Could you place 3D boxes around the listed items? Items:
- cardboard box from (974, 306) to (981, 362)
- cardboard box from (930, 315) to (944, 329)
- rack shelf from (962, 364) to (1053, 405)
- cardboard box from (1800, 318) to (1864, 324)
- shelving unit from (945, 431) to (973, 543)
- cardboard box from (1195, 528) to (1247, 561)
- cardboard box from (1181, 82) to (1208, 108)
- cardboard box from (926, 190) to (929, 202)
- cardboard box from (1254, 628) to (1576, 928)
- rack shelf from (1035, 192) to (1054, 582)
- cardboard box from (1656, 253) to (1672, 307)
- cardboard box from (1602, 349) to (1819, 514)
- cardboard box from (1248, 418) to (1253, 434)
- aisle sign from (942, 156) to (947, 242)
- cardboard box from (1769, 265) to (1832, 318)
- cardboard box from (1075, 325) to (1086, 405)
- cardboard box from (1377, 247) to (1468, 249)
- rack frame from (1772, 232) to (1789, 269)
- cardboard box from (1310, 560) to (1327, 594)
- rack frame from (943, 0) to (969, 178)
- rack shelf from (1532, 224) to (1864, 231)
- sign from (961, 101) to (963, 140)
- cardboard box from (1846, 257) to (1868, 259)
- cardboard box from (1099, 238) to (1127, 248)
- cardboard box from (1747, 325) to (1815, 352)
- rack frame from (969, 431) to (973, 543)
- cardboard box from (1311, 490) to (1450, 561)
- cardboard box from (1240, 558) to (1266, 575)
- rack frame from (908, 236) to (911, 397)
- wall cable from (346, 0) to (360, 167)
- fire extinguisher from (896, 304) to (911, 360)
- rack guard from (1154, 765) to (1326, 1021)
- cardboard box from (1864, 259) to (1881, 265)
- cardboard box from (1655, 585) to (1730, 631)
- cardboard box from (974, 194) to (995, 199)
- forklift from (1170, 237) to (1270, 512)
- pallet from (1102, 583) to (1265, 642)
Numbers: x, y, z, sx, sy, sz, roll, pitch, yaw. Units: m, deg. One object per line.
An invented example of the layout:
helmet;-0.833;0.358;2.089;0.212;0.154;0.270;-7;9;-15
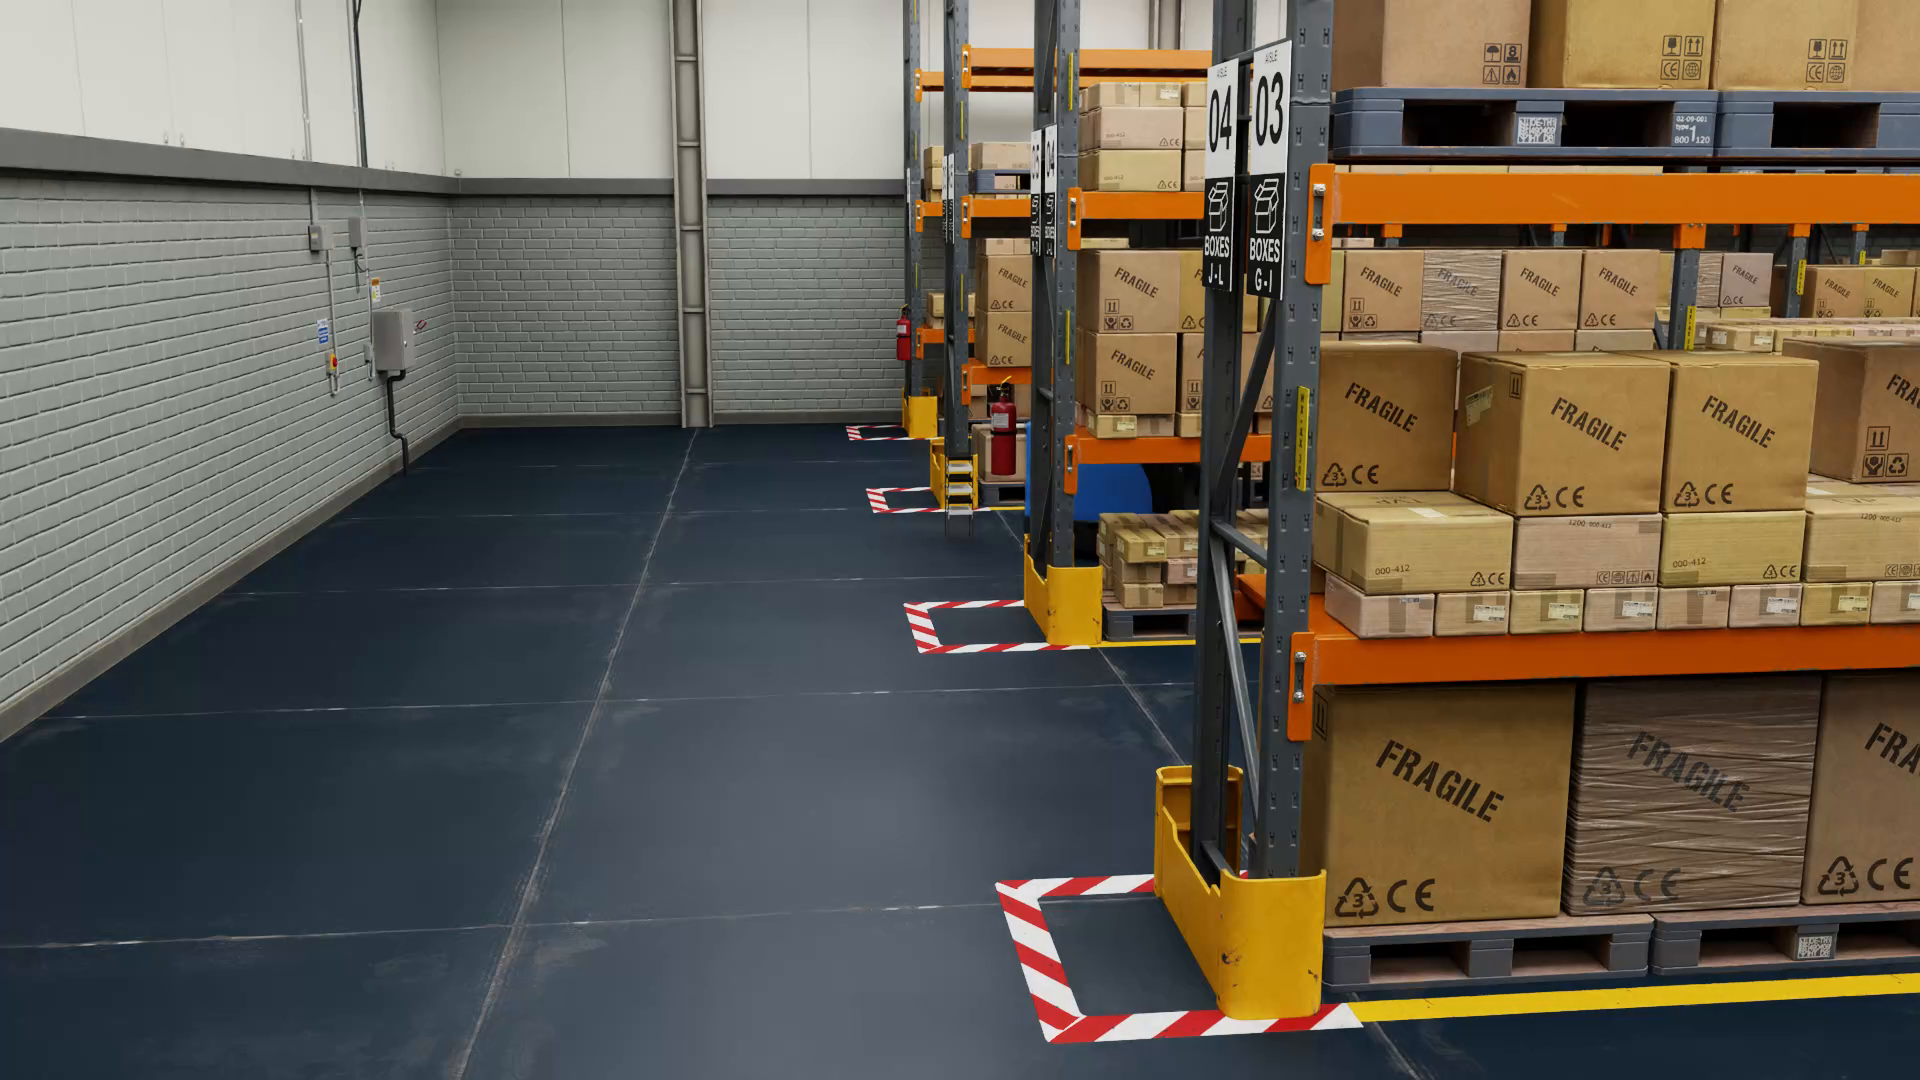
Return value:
cardboard box;0.412;-1.975;15.877;0.500;0.500;0.500;-1;11;-6
cardboard box;-0.223;-2.647;20.210;0.250;0.149;0.380;-1;11;-7
rack shelf;1.949;-1.553;15.858;4.000;0.370;1.077;-1;11;-6
cardboard box;5.980;-1.442;11.448;0.250;0.149;0.380;-2;11;-8
shelving unit;6.362;-1.327;10.125;12.137;4.047;8.426;-1;11;-6
cardboard box;1.679;0.028;10.708;0.250;0.149;0.380;-1;11;-6
cardboard box;1.475;-2.713;10.177;0.250;0.149;0.380;-1;11;-6
cardboard box;-0.286;-4.216;20.413;0.250;0.149;0.380;-1;11;-5
cardboard box;1.658;0.844;6.220;0.875;0.875;0.875;-1;11;-6
rack shelf;0.596;-0.917;10.756;0.053;2.616;0.949;-1;11;-6
cardboard box;6.424;-2.489;15.900;0.500;0.500;0.500;-1;11;-6
cardboard box;2.549;-0.385;5.725;0.500;0.500;0.500;-2;11;-8
cardboard box;1.718;-0.778;10.703;0.250;0.149;0.380;-1;11;-3
aisle sign;-0.144;-3.198;15.621;0.004;0.787;0.394;-1;11;-6
cardboard box;8.336;-2.495;16.665;0.500;0.500;0.500;-2;11;-8
cardboard box;1.015;-1.171;11.019;0.500;0.500;0.500;-1;11;-5
cardboard box;3.079;-1.705;11.145;0.500;0.500;0.500;-1;11;-5
rack frame;7.913;-2.032;16.428;0.053;2.616;0.949;-1;11;-6
cardboard box;1.349;0.088;6.293;0.274;0.149;0.395;-2;11;-9
rack frame;-0.039;-4.808;14.998;0.127;3.000;1.000;-1;11;-6
rack shelf;9.362;-4.144;21.258;4.000;0.370;1.077;-1;11;-6
sign;0.015;-3.698;14.654;0.005;0.325;0.100;-1;11;-6
cardboard box;11.889;-3.642;21.904;0.250;0.149;0.380;-2;11;-8
cardboard box;1.382;-2.704;15.314;0.250;0.149;0.380;-1;11;-6
cardboard box;5.290;-1.303;10.738;0.250;0.149;0.380;-1;11;-4
rack frame;0.093;-0.443;13.791;0.006;0.900;0.240;-1;11;-6
cardboard box;1.484;-0.098;6.206;0.500;0.250;0.500;-1;11;-7
cardboard box;1.923;0.166;10.777;0.250;0.149;0.380;-1;11;-4
rack frame;-0.579;-2.816;20.415;0.053;2.616;0.949;-1;11;-6
wall cable;-5.743;-4.780;14.855;0.029;3.000;2.355;-1;11;-6
fire extinguisher;-0.676;-2.504;19.996;0.183;0.674;0.296;-1;11;-6
rack guard;1.007;1.263;6.149;0.348;0.500;1.175;-1;11;-6
cardboard box;11.700;-3.530;21.334;0.250;0.149;0.380;-1;11;-5
cardboard box;2.441;0.193;5.761;0.250;0.149;0.380;-1;11;-7
cardboard box;0.278;-4.140;20.024;0.250;0.149;0.380;-1;11;-6
forklift;2.746;-3.035;15.804;9.711;5.209;7.407;4;12;19
pallet;1.483;0.439;11.088;1.213;0.211;1.003;-1;11;-6
